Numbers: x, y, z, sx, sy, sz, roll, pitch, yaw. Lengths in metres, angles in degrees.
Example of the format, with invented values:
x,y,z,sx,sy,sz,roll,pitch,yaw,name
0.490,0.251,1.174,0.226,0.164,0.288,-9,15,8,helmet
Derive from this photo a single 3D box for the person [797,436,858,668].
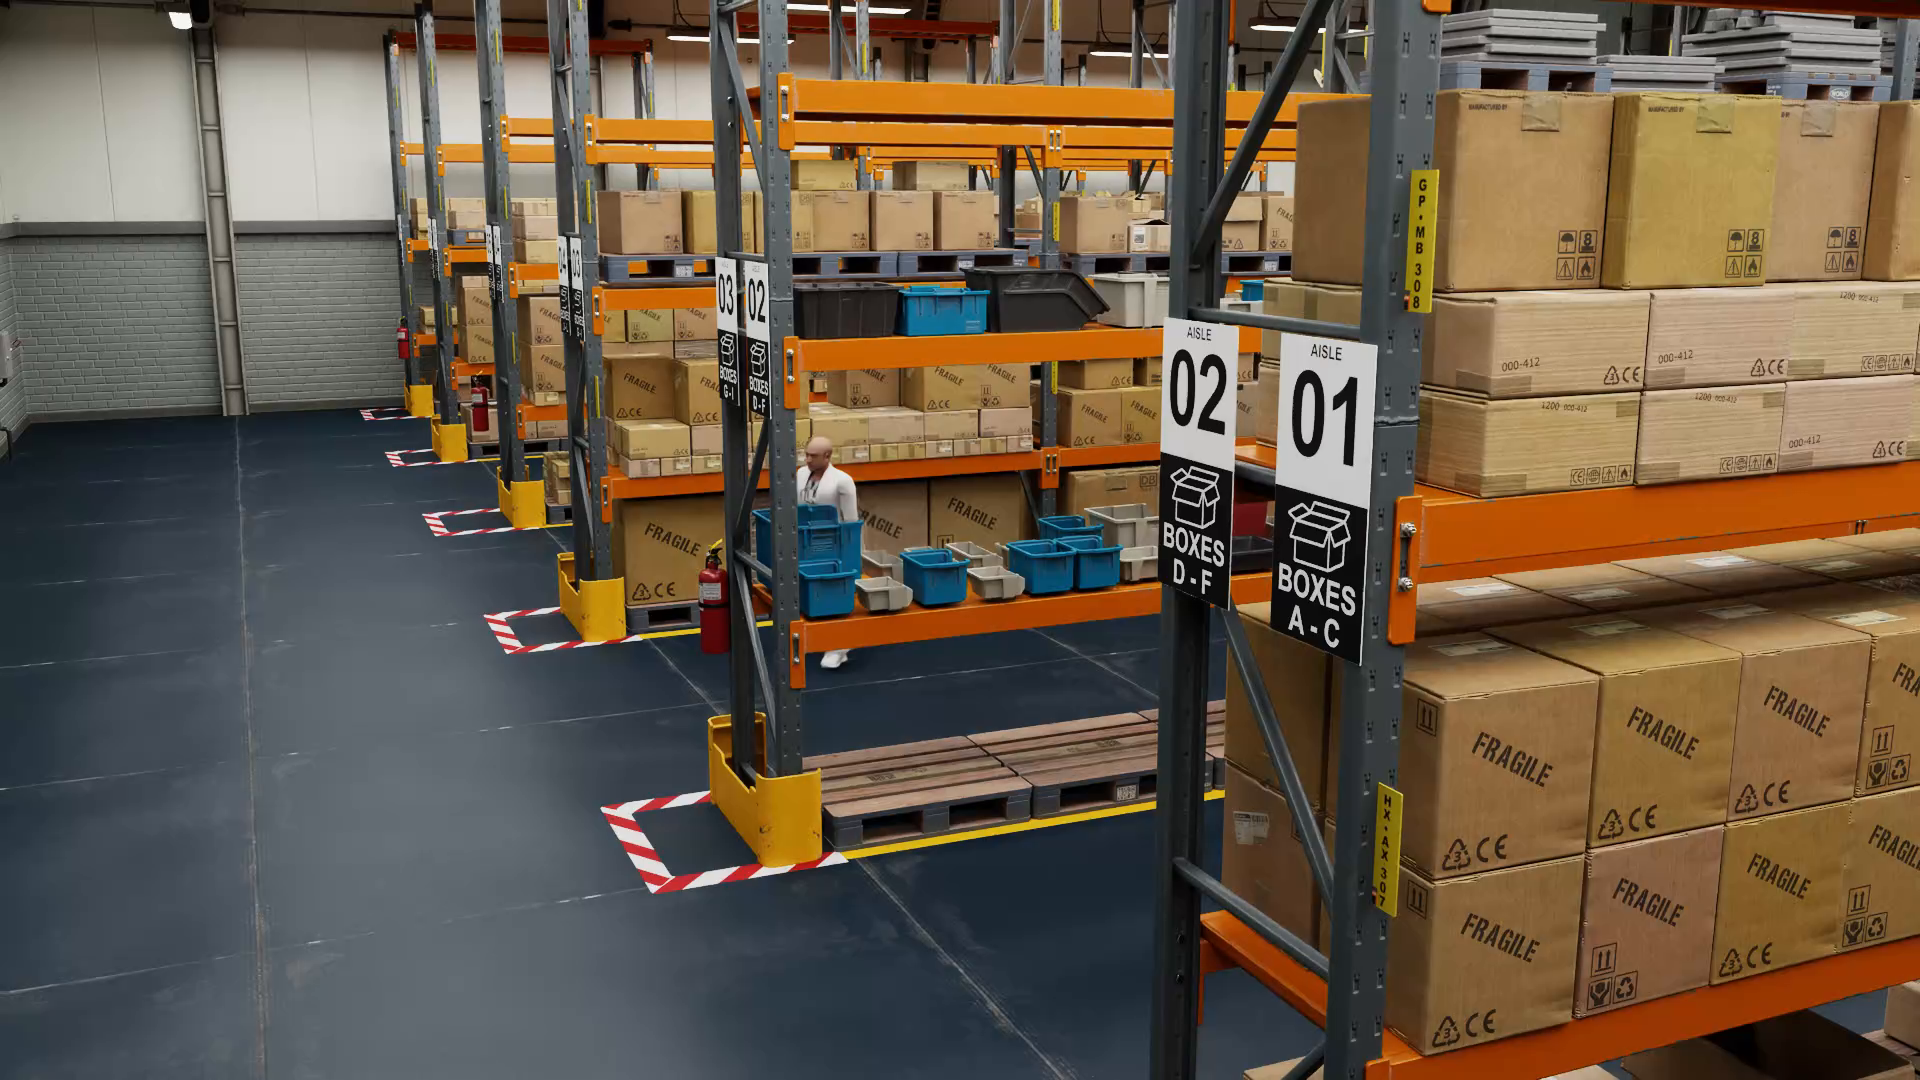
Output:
x,y,z,sx,sy,sz,roll,pitch,yaw,name
-0.979,0.062,12.595,0.639,1.760,0.660,7,14,29,person
